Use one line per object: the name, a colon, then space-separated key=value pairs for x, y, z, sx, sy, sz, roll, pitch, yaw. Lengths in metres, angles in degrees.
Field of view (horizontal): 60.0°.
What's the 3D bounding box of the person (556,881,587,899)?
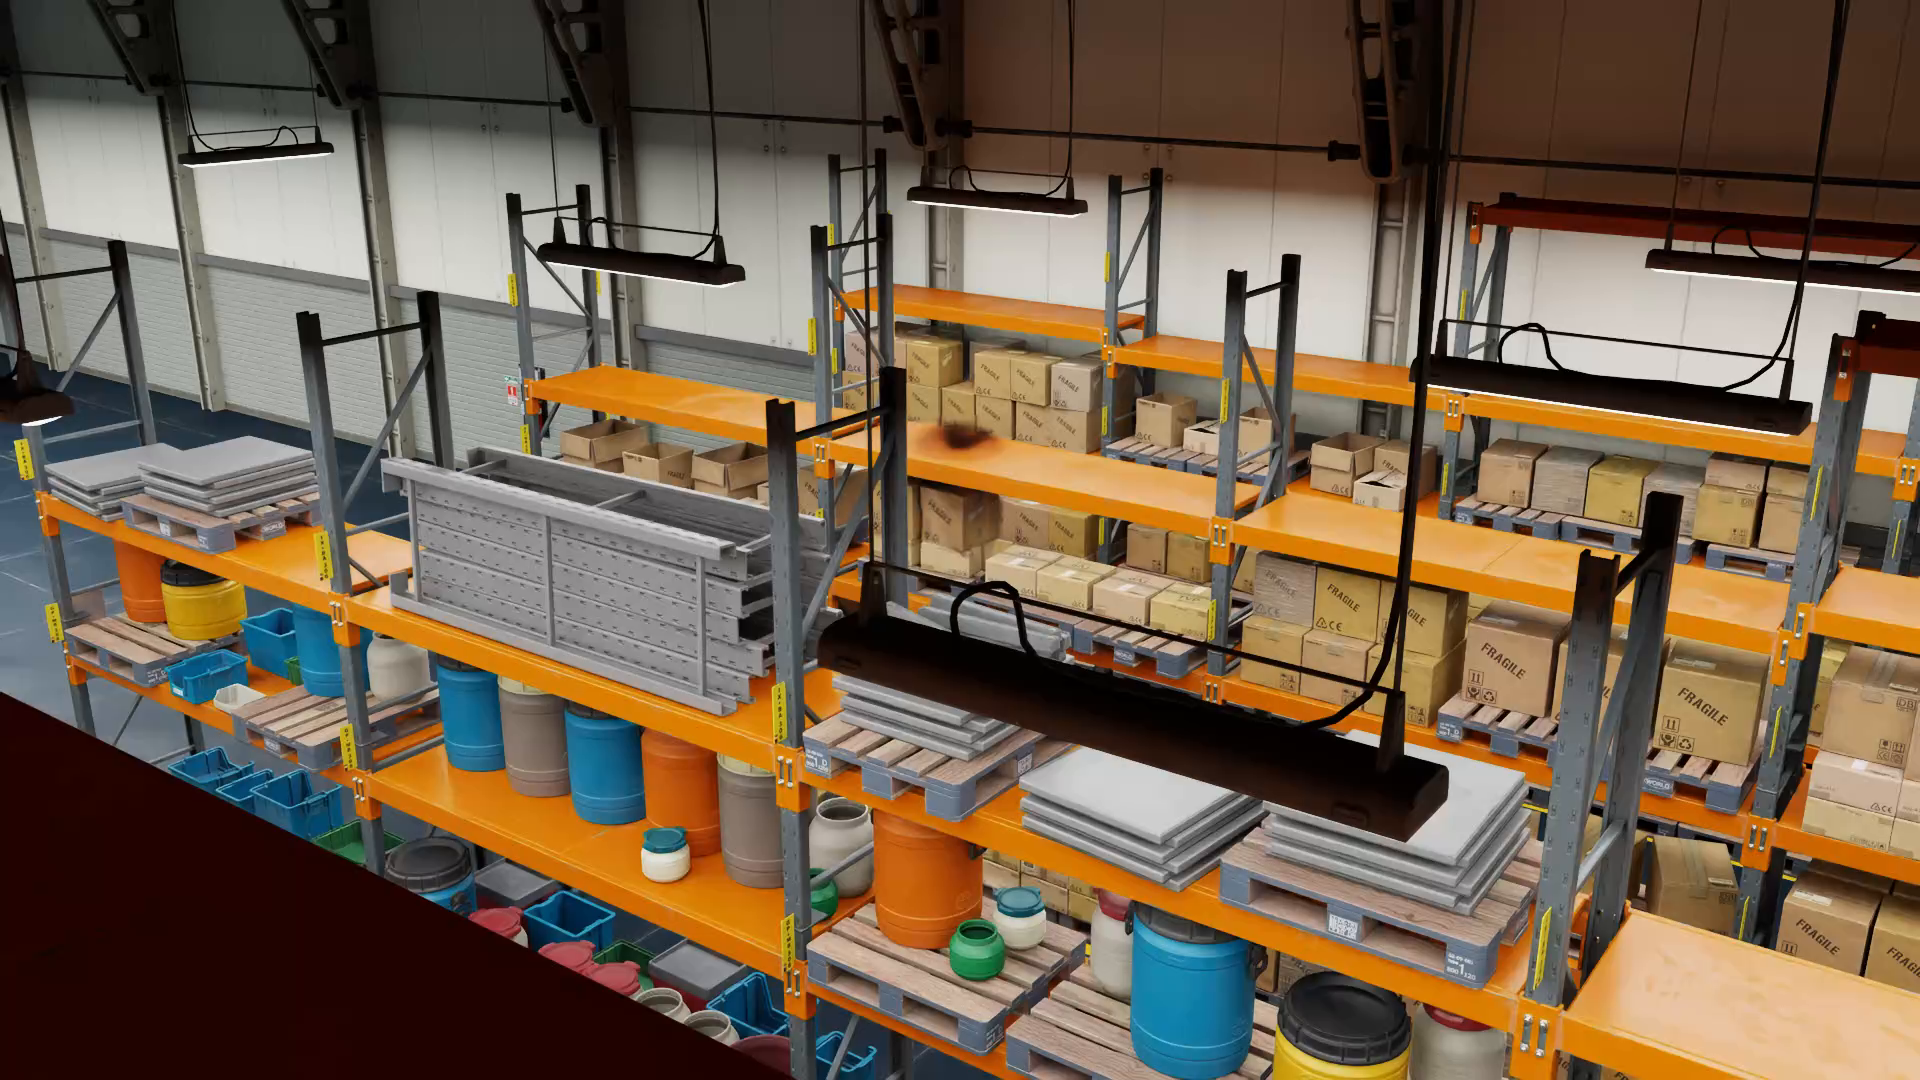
person: x=-3.421 y=2.679 z=14.615 sx=0.437 sy=1.608 sz=0.470 roll=-2 pitch=19 yaw=-7
